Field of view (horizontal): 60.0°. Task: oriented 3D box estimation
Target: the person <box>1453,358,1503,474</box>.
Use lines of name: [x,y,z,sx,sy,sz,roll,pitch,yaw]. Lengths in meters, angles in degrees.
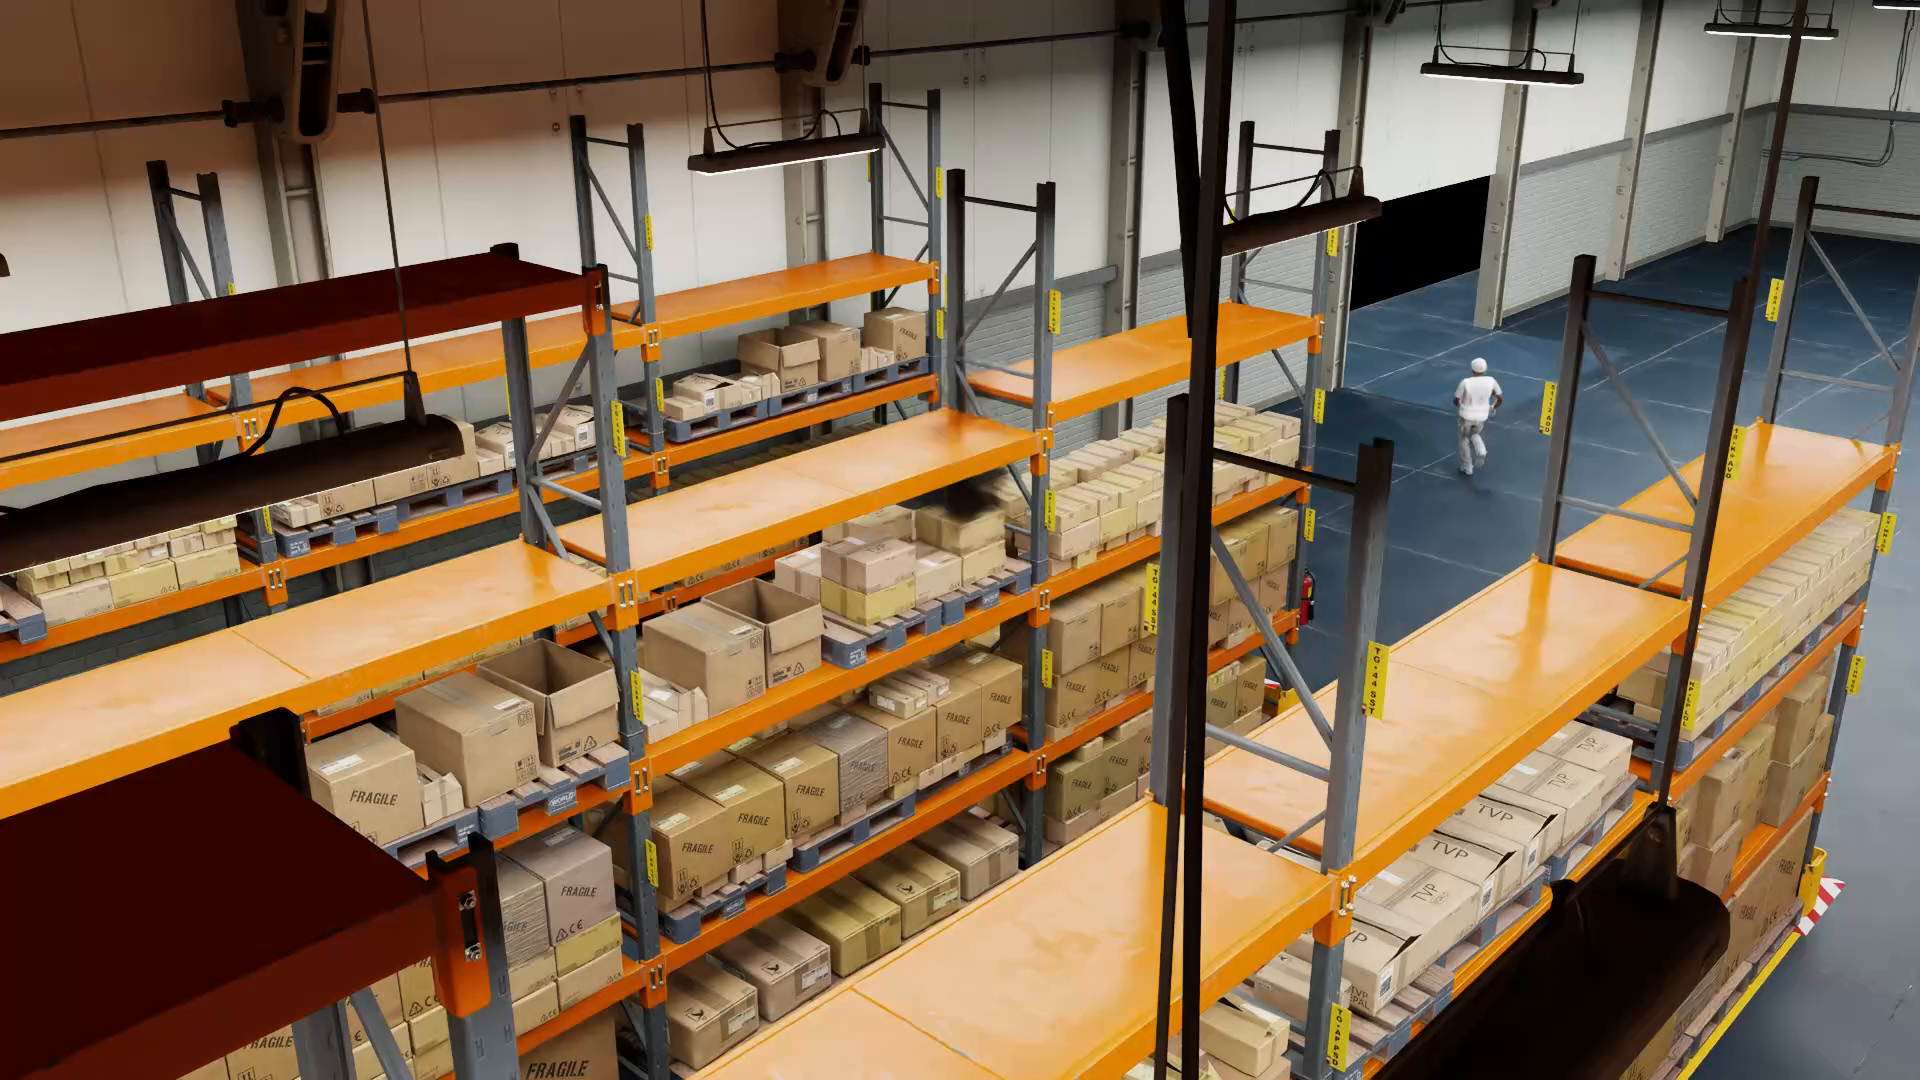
person: [7.514,-1.829,24.345,0.687,1.734,0.596,-1,21,-3]
